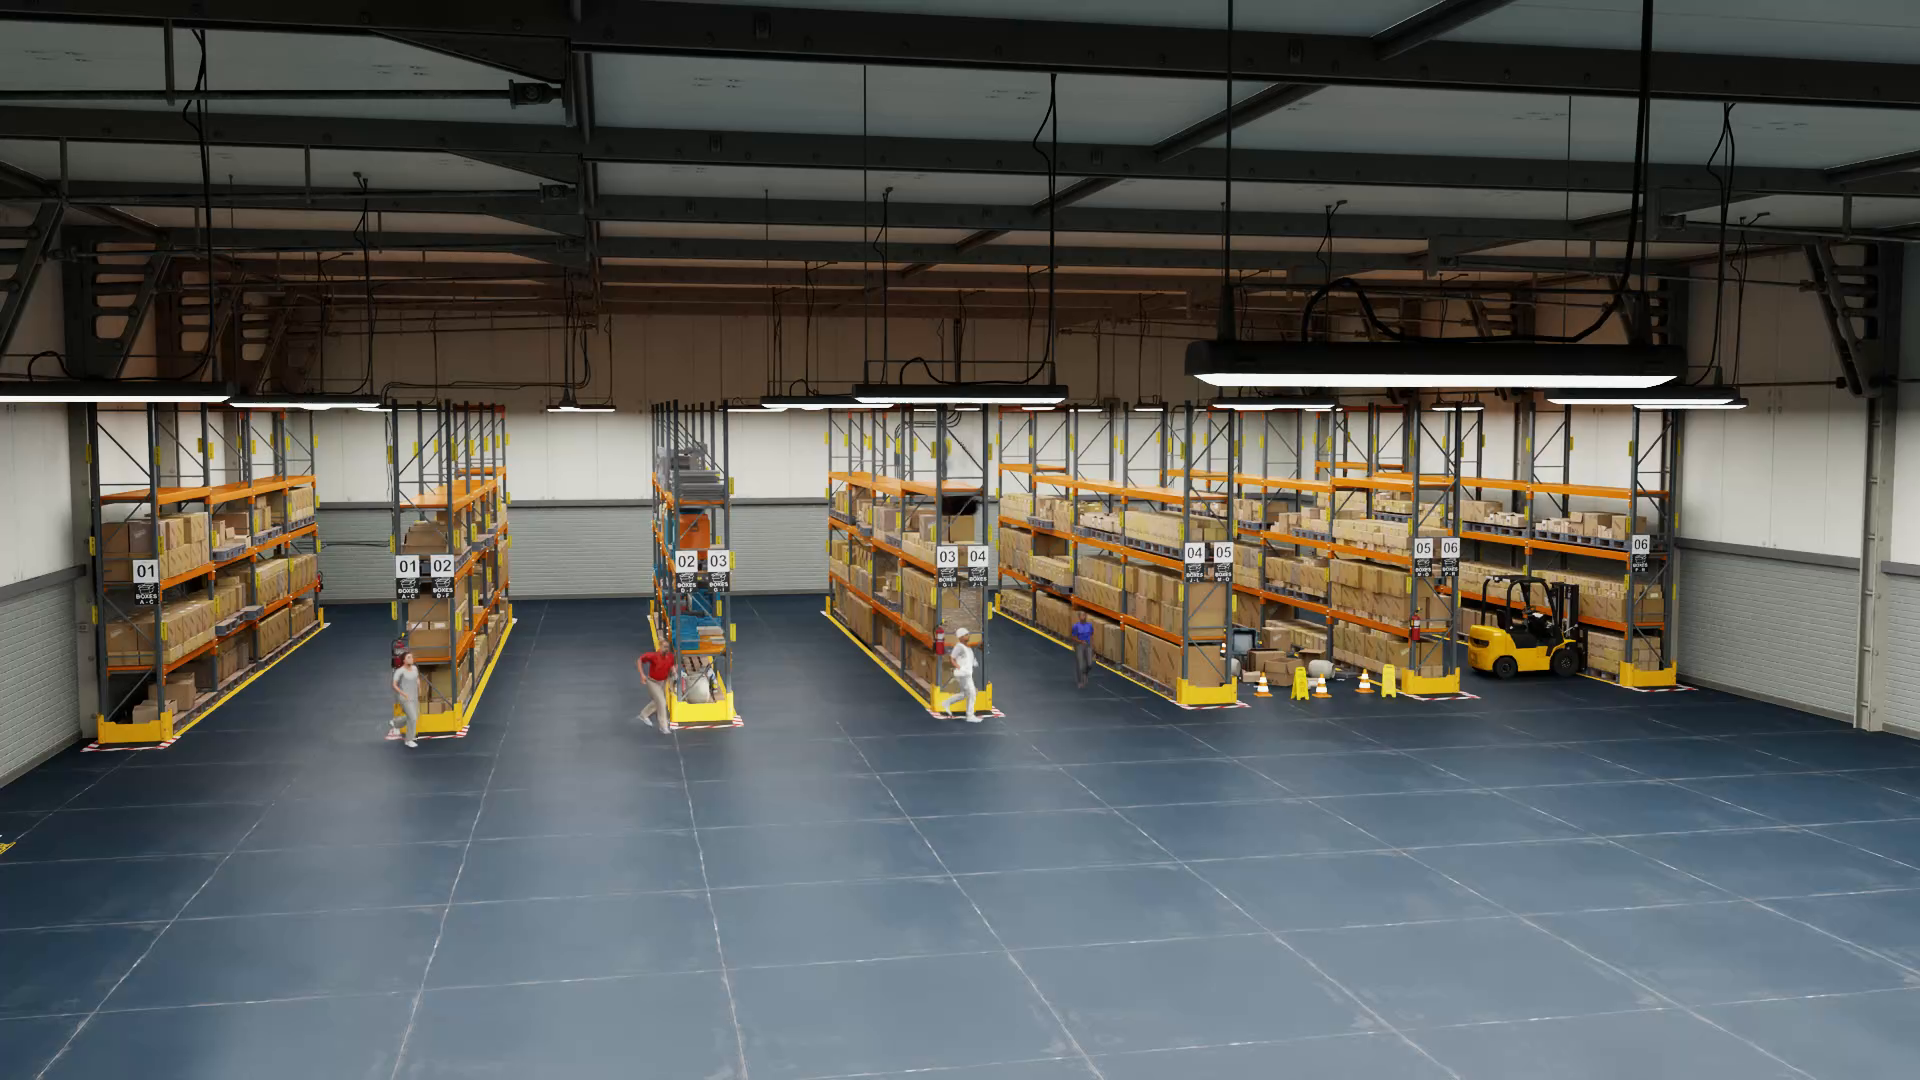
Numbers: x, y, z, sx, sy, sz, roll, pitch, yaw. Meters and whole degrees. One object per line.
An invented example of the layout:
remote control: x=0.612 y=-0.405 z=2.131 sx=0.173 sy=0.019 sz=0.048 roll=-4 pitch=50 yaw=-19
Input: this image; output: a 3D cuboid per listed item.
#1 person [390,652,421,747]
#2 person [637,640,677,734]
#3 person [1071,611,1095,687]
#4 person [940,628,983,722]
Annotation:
person: x=-9.629 y=2.739 z=28.822 sx=0.653 sy=1.651 sz=0.585 roll=2 pitch=5 yaw=28
person: x=-5.513 y=2.659 z=30.045 sx=0.959 sy=1.761 sz=0.702 roll=3 pitch=6 yaw=39
person: x=2.607 y=2.291 z=34.821 sx=0.562 sy=1.618 sz=0.556 roll=-1 pitch=4 yaw=-12
person: x=0.037 y=2.517 z=31.066 sx=0.782 sy=1.765 sz=0.673 roll=1 pitch=4 yaw=7
